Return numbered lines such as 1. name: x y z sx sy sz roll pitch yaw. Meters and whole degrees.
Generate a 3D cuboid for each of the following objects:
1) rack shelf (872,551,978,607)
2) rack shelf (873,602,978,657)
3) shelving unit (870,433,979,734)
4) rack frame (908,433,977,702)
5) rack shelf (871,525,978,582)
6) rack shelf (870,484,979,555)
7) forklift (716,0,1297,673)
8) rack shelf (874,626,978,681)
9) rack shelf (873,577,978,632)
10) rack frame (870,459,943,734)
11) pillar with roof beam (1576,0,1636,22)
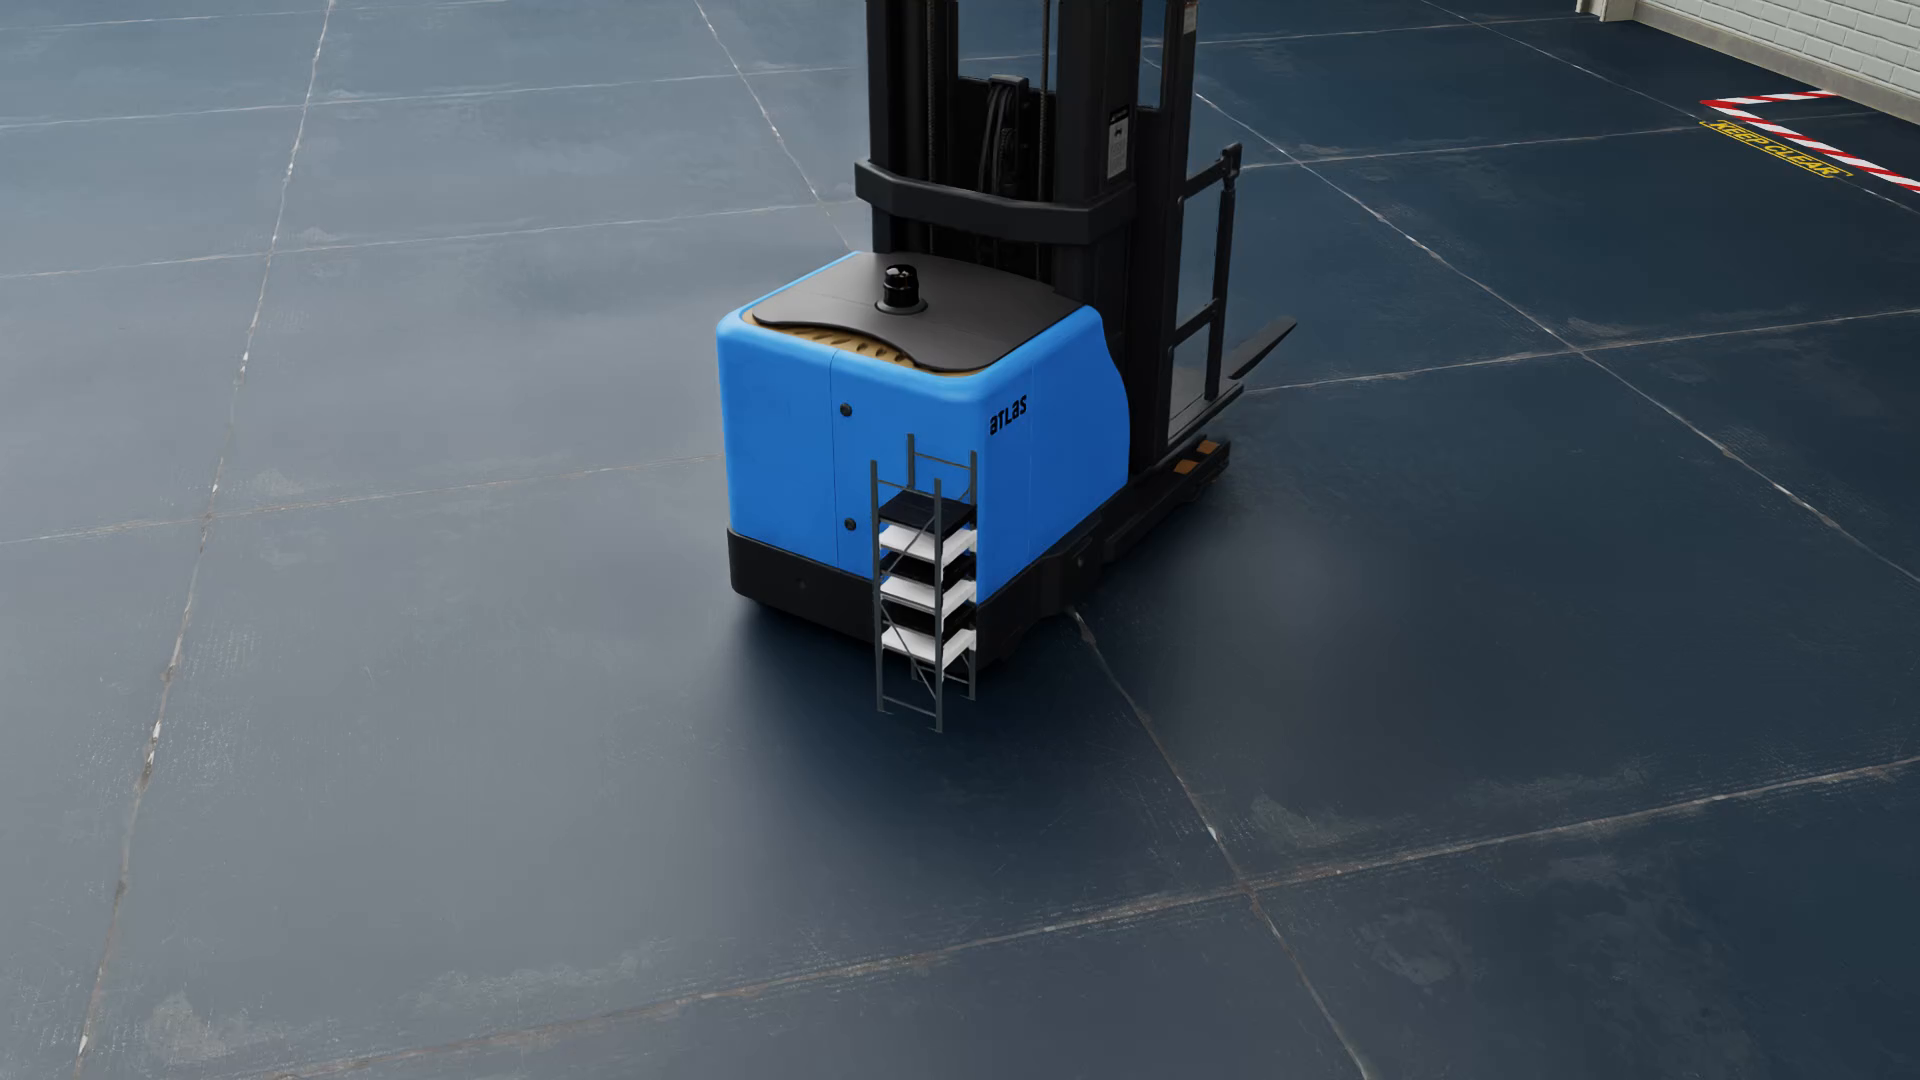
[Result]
1. rack shelf: -0.106 0.093 5.077 0.258 0.077 0.200 17 34 26
2. rack shelf: -0.107 0.249 5.167 0.258 0.077 0.200 17 34 26
3. shelving unit: -0.106 0.142 5.106 0.258 0.900 0.210 17 34 26
4. rack frame: -0.054 0.098 5.181 0.240 0.900 0.006 17 34 26
5. rack shelf: -0.106 0.015 5.032 0.258 0.077 0.200 17 34 26
6. rack shelf: -0.106 -0.063 4.987 0.258 0.077 0.200 17 34 26
7. forklift: 0.423 -1.534 5.975 1.130 2.935 3.031 18 35 28
8. rack shelf: -0.107 0.327 5.212 0.258 0.077 0.200 17 34 26
9. rack shelf: -0.106 0.171 5.122 0.258 0.077 0.200 17 34 26
10. rack frame: -0.159 0.186 5.030 0.240 0.900 0.006 17 34 26
11. pillar with roof beam: 1.183 -7.660 10.501 9.100 9.000 0.400 -8 31 -13
